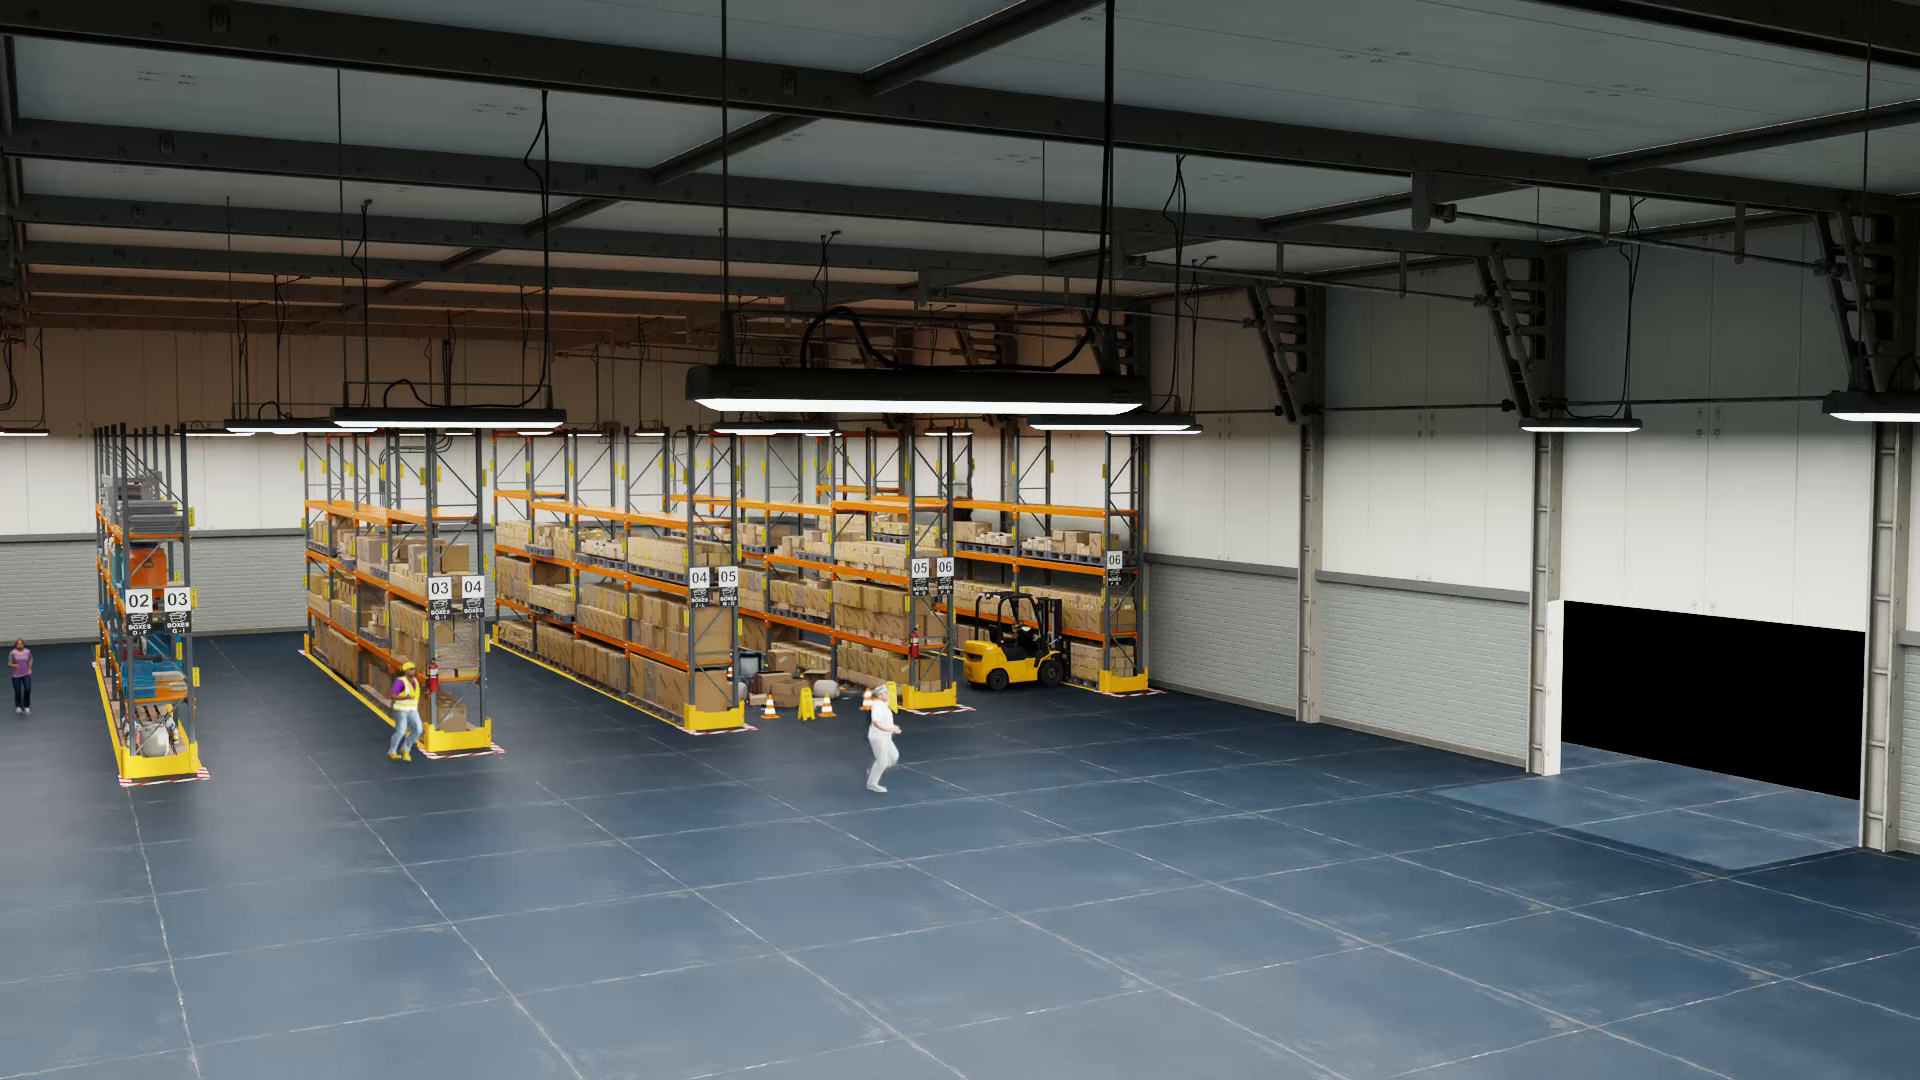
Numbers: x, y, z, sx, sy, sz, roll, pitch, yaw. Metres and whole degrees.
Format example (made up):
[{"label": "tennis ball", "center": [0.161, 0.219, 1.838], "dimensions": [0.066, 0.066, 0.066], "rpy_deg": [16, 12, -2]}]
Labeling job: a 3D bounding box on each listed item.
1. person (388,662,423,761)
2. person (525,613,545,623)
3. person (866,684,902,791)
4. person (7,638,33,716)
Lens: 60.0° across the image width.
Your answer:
[{"label": "person", "center": [-9.836, 3.064, 29.668], "dimensions": [0.691, 1.781, 0.699], "rpy_deg": [2, 4, 31]}, {"label": "person", "center": [-12.367, 1.937, 48.395], "dimensions": [0.637, 1.731, 0.712], "rpy_deg": [-2, 4, -34]}, {"label": "person", "center": [-1.228, 3.206, 27.088], "dimensions": [0.591, 1.749, 0.690], "rpy_deg": [0, 3, 7]}, {"label": "person", "center": [-19.469, 2.846, 34.484], "dimensions": [0.490, 1.625, 0.711], "rpy_deg": [-2, 4, -35]}]
